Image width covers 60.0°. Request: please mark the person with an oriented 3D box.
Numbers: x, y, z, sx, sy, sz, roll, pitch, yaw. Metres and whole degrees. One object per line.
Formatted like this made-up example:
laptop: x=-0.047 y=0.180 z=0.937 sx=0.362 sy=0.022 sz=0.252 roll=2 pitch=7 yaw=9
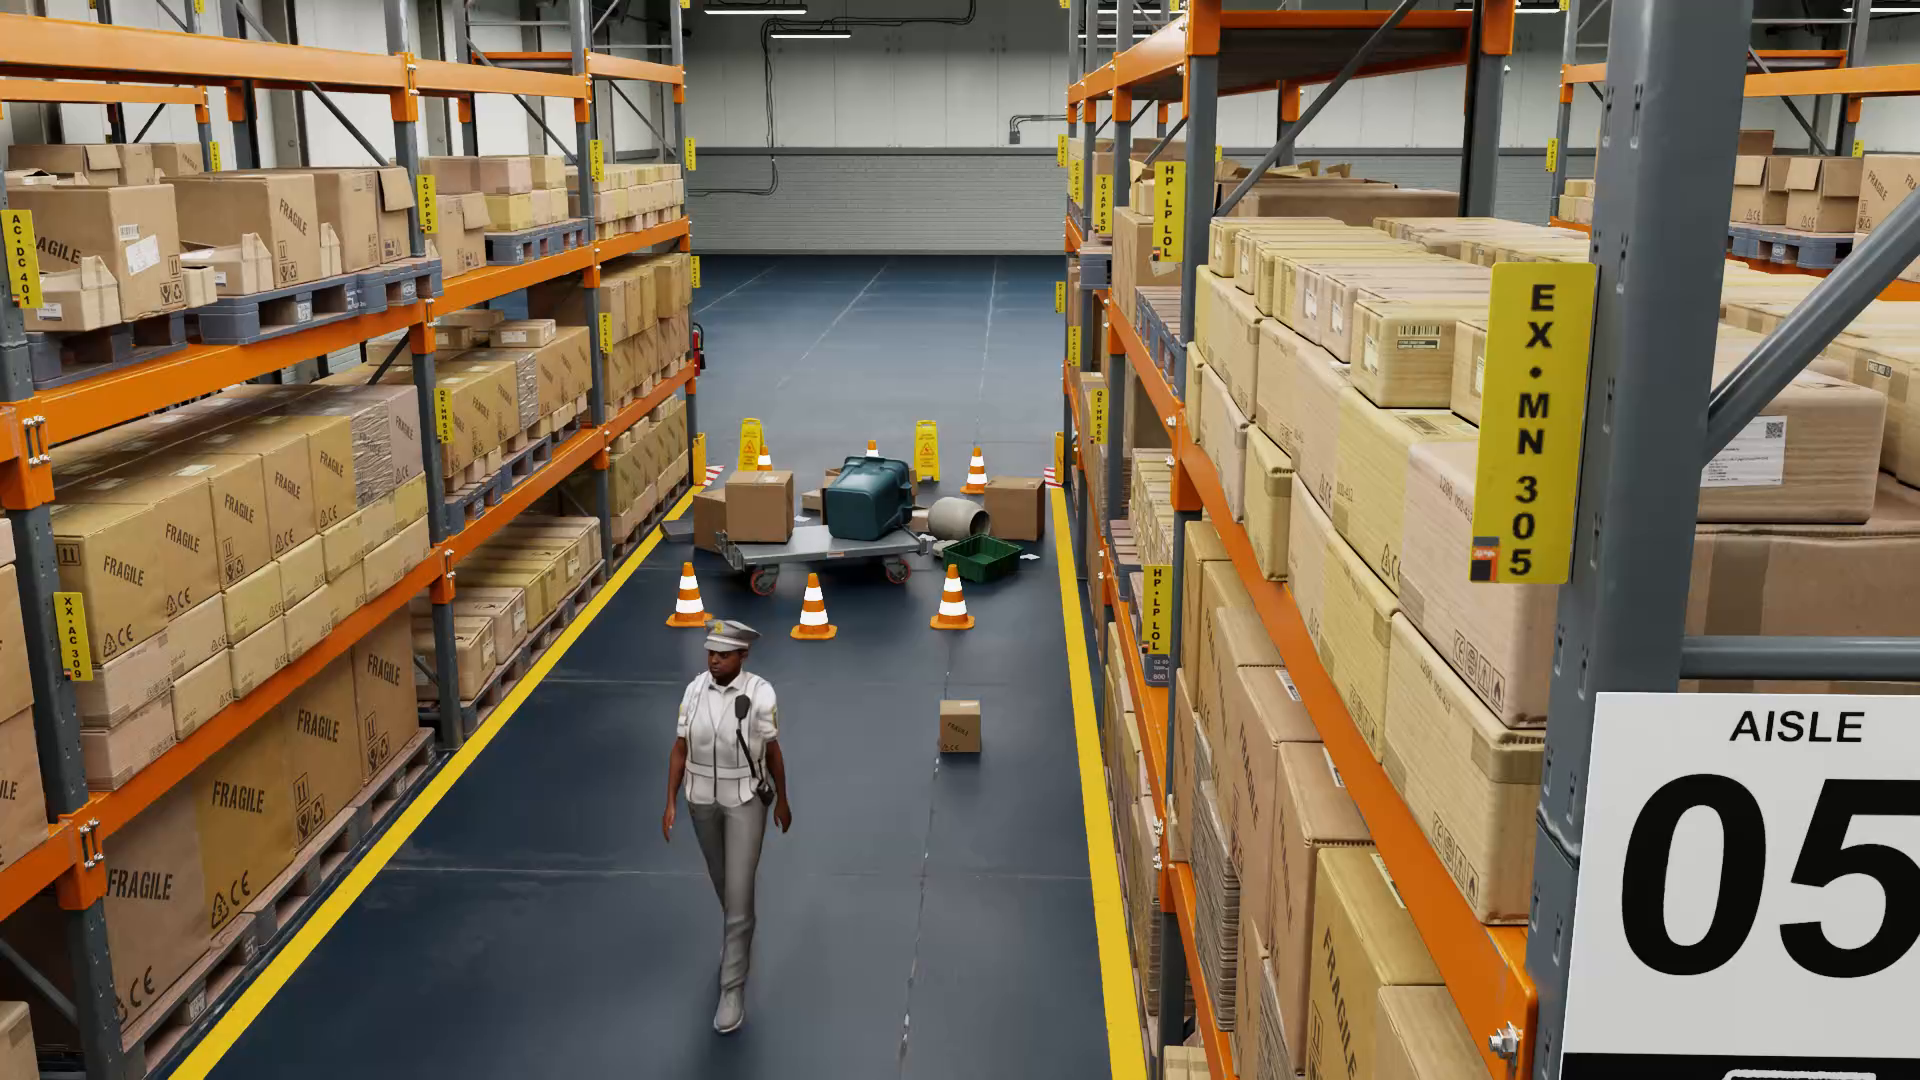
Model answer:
person: x=-1.046 y=1.168 z=7.249 sx=0.486 sy=1.683 sz=0.824 roll=4 pitch=14 yaw=14
